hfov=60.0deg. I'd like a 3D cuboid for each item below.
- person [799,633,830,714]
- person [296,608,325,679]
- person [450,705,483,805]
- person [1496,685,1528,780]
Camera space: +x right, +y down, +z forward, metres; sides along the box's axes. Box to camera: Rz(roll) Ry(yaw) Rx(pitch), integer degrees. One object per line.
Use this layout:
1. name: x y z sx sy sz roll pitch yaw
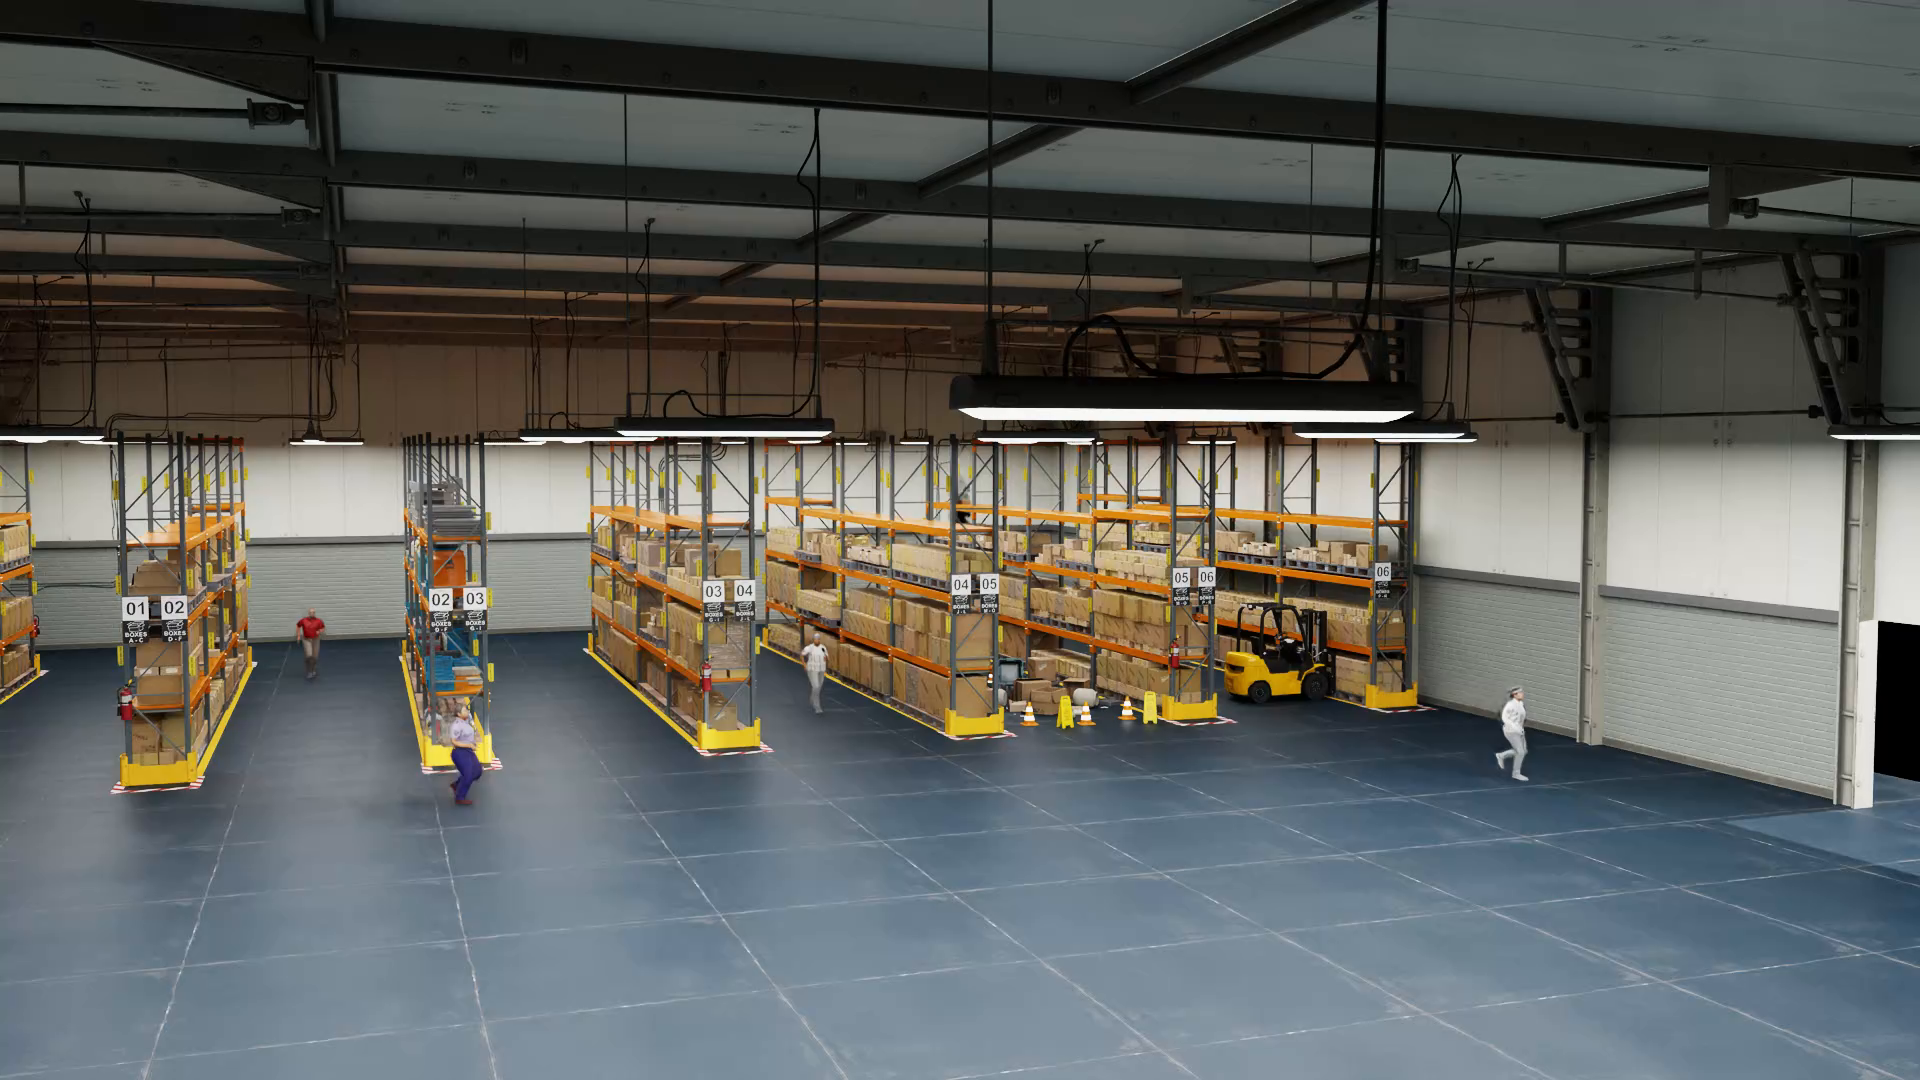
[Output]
1. person: -3.130 2.879 36.167 0.589 1.708 0.845 -2 4 -34
2. person: -16.113 2.585 41.334 0.627 1.789 0.828 -2 4 -34
3. person: -7.942 3.445 26.700 0.544 1.587 0.601 0 3 4
4. person: 9.524 3.314 28.748 0.565 1.657 0.639 3 4 42
